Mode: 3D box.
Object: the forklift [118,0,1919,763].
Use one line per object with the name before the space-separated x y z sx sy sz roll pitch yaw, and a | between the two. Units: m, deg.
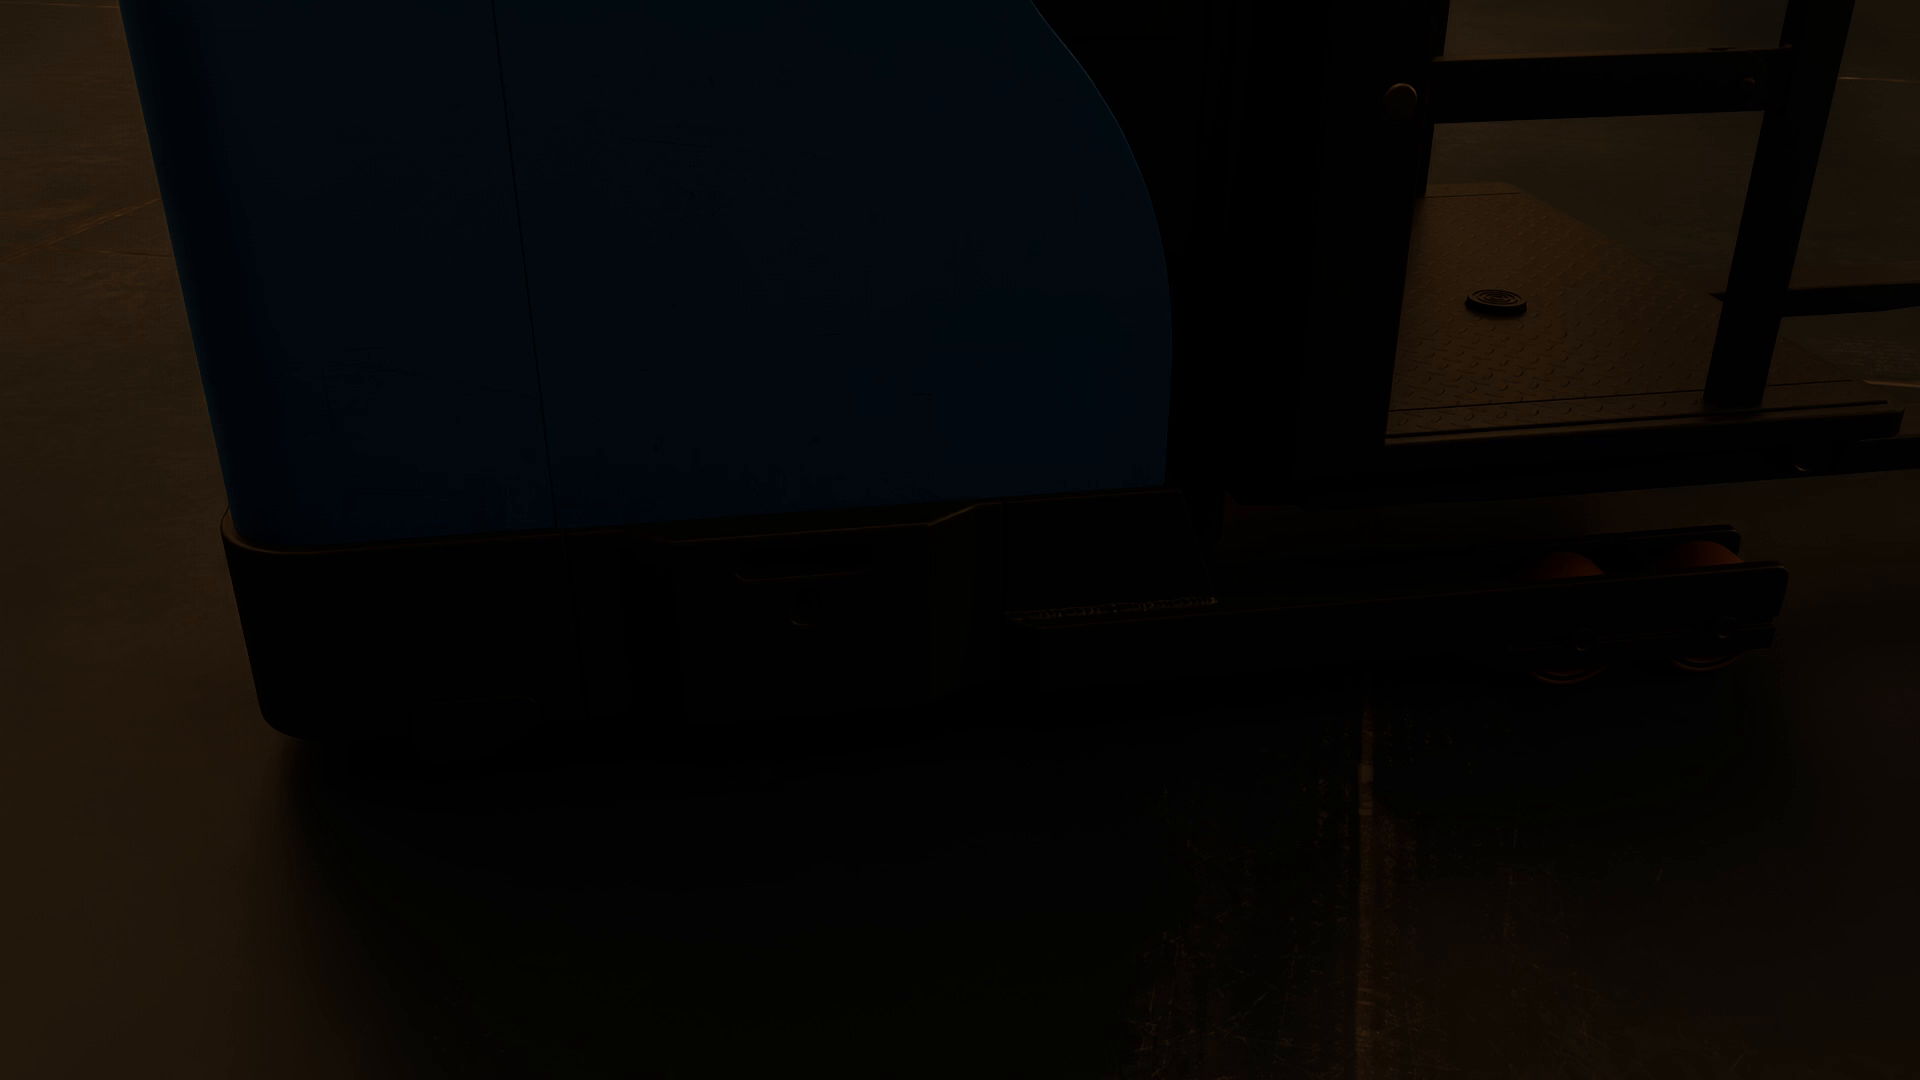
forklift | 0.600 -1.354 1.930 3.031 2.935 1.130 -4 27 -9
